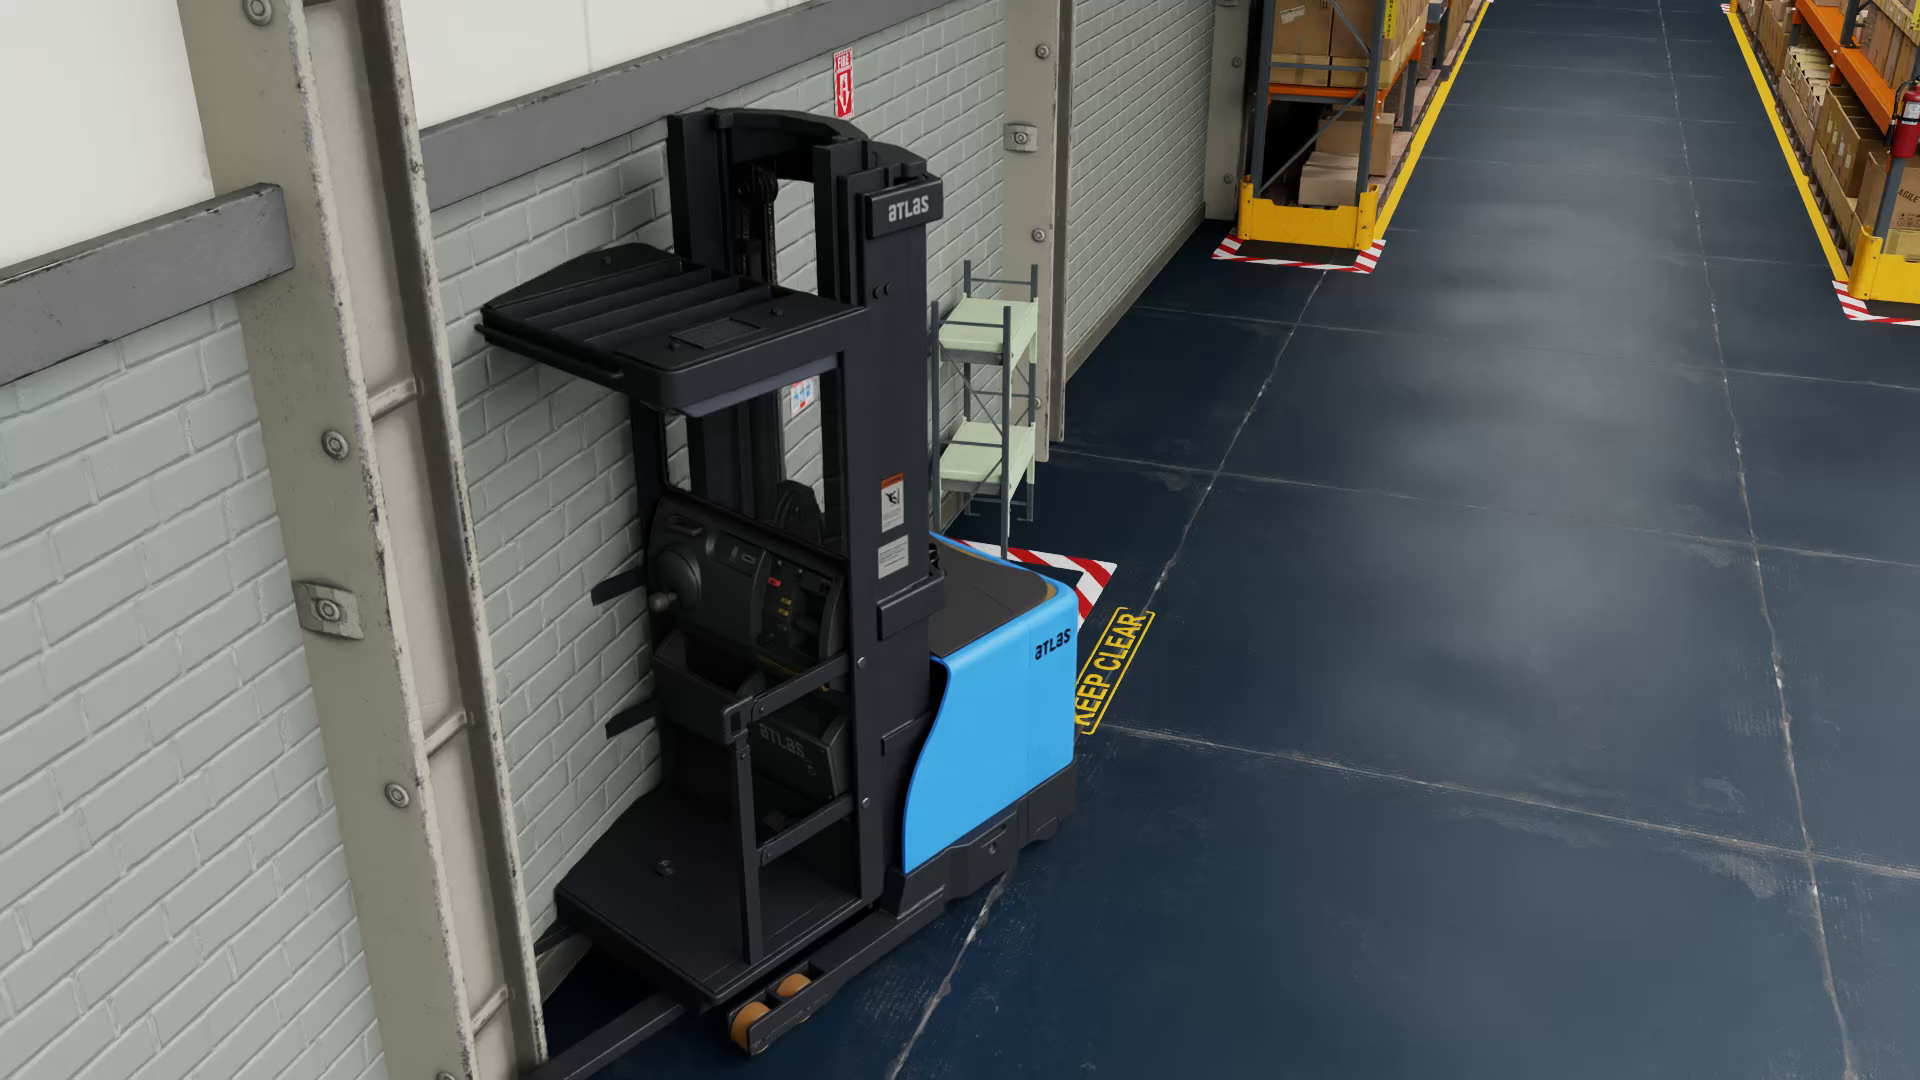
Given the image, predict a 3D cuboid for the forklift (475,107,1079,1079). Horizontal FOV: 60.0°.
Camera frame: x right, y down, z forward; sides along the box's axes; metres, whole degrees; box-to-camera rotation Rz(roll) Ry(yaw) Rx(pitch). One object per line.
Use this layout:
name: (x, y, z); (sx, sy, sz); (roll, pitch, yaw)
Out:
forklift: (-0.881, 0.173, 5.529); (1.130, 2.935, 3.031); (21, 33, 37)

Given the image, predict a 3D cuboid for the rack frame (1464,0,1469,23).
rack frame: (7.023, -8.918, 24.226); (1.000, 3.000, 0.127); (9, 27, 17)

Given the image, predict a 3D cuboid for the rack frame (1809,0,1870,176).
rack frame: (9.033, -4.913, 15.956); (1.000, 3.000, 0.127); (9, 27, 17)

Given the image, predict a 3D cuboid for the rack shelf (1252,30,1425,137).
rack shelf: (3.695, -4.484, 15.895); (1.077, 0.370, 4.000); (9, 27, 17)

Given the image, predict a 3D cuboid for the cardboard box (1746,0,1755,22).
cardboard box: (11.867, -7.772, 24.441); (0.500, 0.311, 0.500); (9, 27, 17)

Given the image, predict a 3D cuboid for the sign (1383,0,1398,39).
sign: (3.541, -4.297, 13.690); (0.100, 0.325, 0.005); (9, 27, 17)

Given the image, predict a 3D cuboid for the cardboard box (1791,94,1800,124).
cardboard box: (9.409, -4.704, 18.197); (0.500, 0.250, 0.500); (9, 27, 18)

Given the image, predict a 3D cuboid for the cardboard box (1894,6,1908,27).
cardboard box: (8.164, -4.429, 14.096); (0.380, 0.149, 0.250); (8, 27, 17)

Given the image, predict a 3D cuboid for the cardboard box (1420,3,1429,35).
cardboard box: (4.489, -5.333, 16.972); (0.500, 0.250, 0.500); (9, 27, 18)

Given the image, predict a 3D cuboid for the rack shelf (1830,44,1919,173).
rack shelf: (8.368, -3.768, 14.415); (1.077, 0.370, 4.000); (9, 27, 17)

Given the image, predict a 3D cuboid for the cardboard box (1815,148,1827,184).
cardboard box: (8.422, -3.513, 15.738); (0.500, 0.250, 0.500); (9, 27, 17)

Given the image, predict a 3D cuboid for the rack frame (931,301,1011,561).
rack frame: (0.054, -0.492, 8.545); (0.400, 1.500, 0.023); (6, 26, 12)

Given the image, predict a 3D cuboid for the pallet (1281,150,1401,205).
pallet: (3.766, -3.591, 16.424); (1.003, 0.211, 1.213); (9, 27, 17)

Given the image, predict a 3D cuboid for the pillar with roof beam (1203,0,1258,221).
pillar with roof beam: (6.507, -6.475, 12.298); (9.100, 9.000, 0.400); (9, 27, 17)

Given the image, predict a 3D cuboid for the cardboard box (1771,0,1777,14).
cardboard box: (10.972, -7.037, 21.845); (0.500, 0.250, 0.500); (9, 27, 18)

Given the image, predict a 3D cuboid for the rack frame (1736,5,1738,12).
rack frame: (13.027, -9.845, 26.141); (1.000, 3.000, 0.127); (9, 27, 17)

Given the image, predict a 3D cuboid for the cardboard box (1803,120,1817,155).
cardboard box: (8.898, -4.077, 16.902); (0.500, 0.250, 0.500); (8, 27, 17)

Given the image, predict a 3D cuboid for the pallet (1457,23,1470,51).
pallet: (6.837, -7.335, 24.156); (1.003, 0.211, 1.213); (9, 27, 17)

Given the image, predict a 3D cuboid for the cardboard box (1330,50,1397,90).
cardboard box: (3.492, -4.082, 14.389); (0.500, 0.250, 0.500); (8, 27, 16)

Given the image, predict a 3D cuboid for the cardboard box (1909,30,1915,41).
cardboard box: (7.906, -4.107, 13.431); (0.380, 0.149, 0.250); (9, 27, 18)

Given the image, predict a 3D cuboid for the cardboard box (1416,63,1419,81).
cardboard box: (5.082, -5.640, 19.821); (0.700, 0.500, 0.500); (9, 27, 17)

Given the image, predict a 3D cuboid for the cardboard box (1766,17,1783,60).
cardboard box: (10.796, -6.478, 21.550); (0.500, 0.500, 0.500); (8, 27, 15)

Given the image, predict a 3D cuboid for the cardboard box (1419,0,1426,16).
cardboard box: (4.334, -5.464, 16.382); (0.500, 0.500, 0.500); (9, 27, 17)

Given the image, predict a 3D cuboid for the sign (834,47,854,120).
sign: (-0.505, -1.978, 7.234); (0.001, 0.298, 0.199); (9, 27, 17)

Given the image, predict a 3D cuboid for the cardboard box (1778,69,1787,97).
cardboard box: (9.913, -5.336, 19.502); (0.500, 0.250, 0.500); (9, 27, 17)

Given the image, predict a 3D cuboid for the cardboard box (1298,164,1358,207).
cardboard box: (3.345, -3.245, 15.091); (0.500, 0.311, 0.500); (6, 26, 12)

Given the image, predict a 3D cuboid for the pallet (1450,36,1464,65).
pallet: (6.433, -6.832, 23.117); (1.003, 0.211, 1.213); (9, 27, 17)

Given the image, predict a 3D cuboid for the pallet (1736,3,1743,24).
pallet: (12.737, -8.230, 26.007); (1.003, 0.211, 1.213); (9, 27, 17)

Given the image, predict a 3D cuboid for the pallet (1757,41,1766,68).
pallet: (11.461, -6.606, 22.652); (1.003, 0.211, 1.213); (9, 27, 17)

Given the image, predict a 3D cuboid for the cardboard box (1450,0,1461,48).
cardboard box: (6.358, -7.138, 22.535); (0.750, 0.750, 0.750); (9, 27, 17)

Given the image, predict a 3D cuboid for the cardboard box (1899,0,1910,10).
cardboard box: (8.391, -4.740, 13.995); (0.700, 0.500, 0.500); (9, 27, 17)

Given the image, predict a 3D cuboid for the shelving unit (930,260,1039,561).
shelving unit: (0.136, -0.647, 8.866); (0.431, 1.500, 0.755); (6, 26, 12)

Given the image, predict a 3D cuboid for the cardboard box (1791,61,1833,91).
cardboard box: (9.575, -5.162, 18.499); (0.500, 0.311, 0.500); (8, 27, 16)

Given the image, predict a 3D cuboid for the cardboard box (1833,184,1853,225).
cardboard box: (7.922, -2.897, 14.465); (0.500, 0.250, 0.500); (9, 27, 17)

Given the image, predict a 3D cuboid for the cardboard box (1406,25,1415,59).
cardboard box: (3.996, -4.714, 15.692); (0.500, 0.250, 0.500); (9, 27, 18)

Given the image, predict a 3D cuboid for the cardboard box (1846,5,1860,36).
cardboard box: (9.153, -5.241, 16.786); (0.396, 0.266, 0.258); (8, 27, 16)

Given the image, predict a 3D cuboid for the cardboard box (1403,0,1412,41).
cardboard box: (3.824, -4.831, 15.074); (0.500, 0.500, 0.500); (8, 27, 16)

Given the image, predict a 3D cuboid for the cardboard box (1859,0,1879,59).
cardboard box: (8.892, -4.775, 15.555); (0.700, 0.500, 0.500); (8, 27, 16)

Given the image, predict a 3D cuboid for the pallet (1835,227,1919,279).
pallet: (7.917, -2.335, 13.830); (1.003, 0.211, 1.213); (9, 27, 17)

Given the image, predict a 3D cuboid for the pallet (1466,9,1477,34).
pallet: (7.350, -7.964, 25.456); (1.003, 0.211, 1.213); (9, 27, 17)

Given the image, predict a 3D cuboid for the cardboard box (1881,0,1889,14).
cardboard box: (8.422, -4.748, 14.755); (0.380, 0.149, 0.250); (8, 27, 16)

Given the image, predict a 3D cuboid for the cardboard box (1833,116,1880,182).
cardboard box: (8.087, -3.440, 14.726); (0.500, 0.500, 0.500); (9, 27, 17)

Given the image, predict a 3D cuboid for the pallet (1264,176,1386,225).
pallet: (3.359, -3.091, 15.392); (1.003, 0.211, 1.213); (9, 27, 17)

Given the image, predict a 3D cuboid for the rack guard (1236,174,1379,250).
rack guard: (3.055, -2.892, 14.650); (1.175, 0.500, 0.348); (9, 27, 17)

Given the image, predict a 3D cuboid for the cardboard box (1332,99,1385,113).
cardboard box: (4.053, -4.271, 16.992); (0.500, 0.500, 0.500); (7, 27, 14)

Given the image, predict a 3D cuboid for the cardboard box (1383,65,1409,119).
cardboard box: (4.590, -5.008, 18.515); (0.700, 0.500, 0.500); (10, 27, 19)

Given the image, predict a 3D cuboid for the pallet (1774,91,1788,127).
pallet: (10.054, -4.969, 19.271); (1.003, 0.211, 1.213); (9, 27, 17)

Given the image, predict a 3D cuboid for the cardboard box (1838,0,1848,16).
cardboard box: (9.822, -5.910, 17.900); (0.500, 0.500, 0.500); (7, 27, 15)

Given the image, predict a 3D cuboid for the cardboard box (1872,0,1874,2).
cardboard box: (8.678, -5.065, 15.409); (0.380, 0.149, 0.250); (9, 27, 18)

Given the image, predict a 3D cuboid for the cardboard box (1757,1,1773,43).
cardboard box: (11.305, -7.110, 22.857); (0.500, 0.500, 0.500); (8, 27, 15)

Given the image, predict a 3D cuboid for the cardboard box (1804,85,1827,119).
cardboard box: (9.065, -4.540, 17.214); (0.500, 0.311, 0.500); (10, 27, 19)

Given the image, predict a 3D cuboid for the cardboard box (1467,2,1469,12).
cardboard box: (7.369, -8.274, 25.283); (0.700, 0.500, 0.500); (9, 27, 18)

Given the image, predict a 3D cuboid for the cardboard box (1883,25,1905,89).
cardboard box: (8.382, -4.141, 14.246); (0.700, 0.500, 0.500); (10, 27, 19)

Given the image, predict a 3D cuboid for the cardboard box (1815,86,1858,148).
cardboard box: (8.584, -4.057, 16.000); (0.500, 0.500, 0.500); (9, 27, 17)
